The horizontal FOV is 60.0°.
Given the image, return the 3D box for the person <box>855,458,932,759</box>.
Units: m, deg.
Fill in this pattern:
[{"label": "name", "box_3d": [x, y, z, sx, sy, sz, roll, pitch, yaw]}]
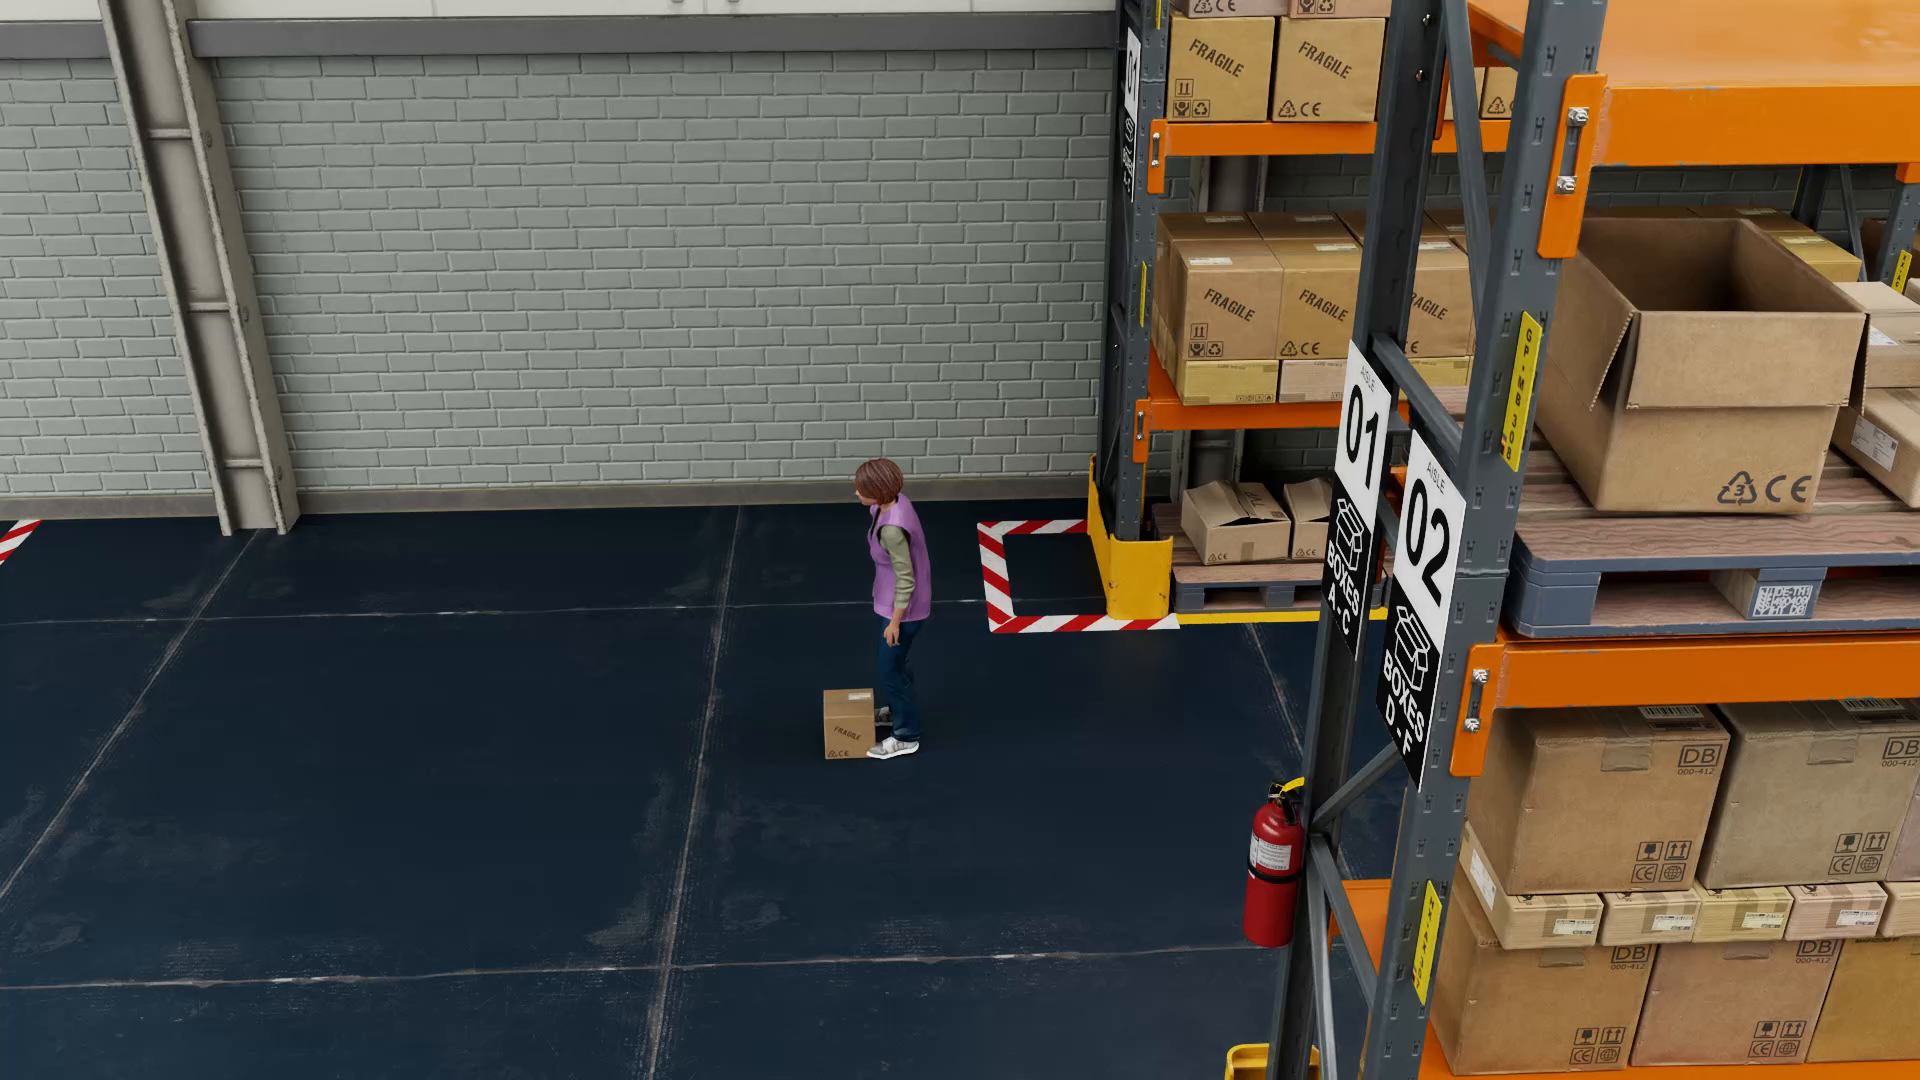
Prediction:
[{"label": "person", "box_3d": [-0.317, 0.318, 8.033, 0.346, 1.592, 0.484, -3, 28, -6]}]
